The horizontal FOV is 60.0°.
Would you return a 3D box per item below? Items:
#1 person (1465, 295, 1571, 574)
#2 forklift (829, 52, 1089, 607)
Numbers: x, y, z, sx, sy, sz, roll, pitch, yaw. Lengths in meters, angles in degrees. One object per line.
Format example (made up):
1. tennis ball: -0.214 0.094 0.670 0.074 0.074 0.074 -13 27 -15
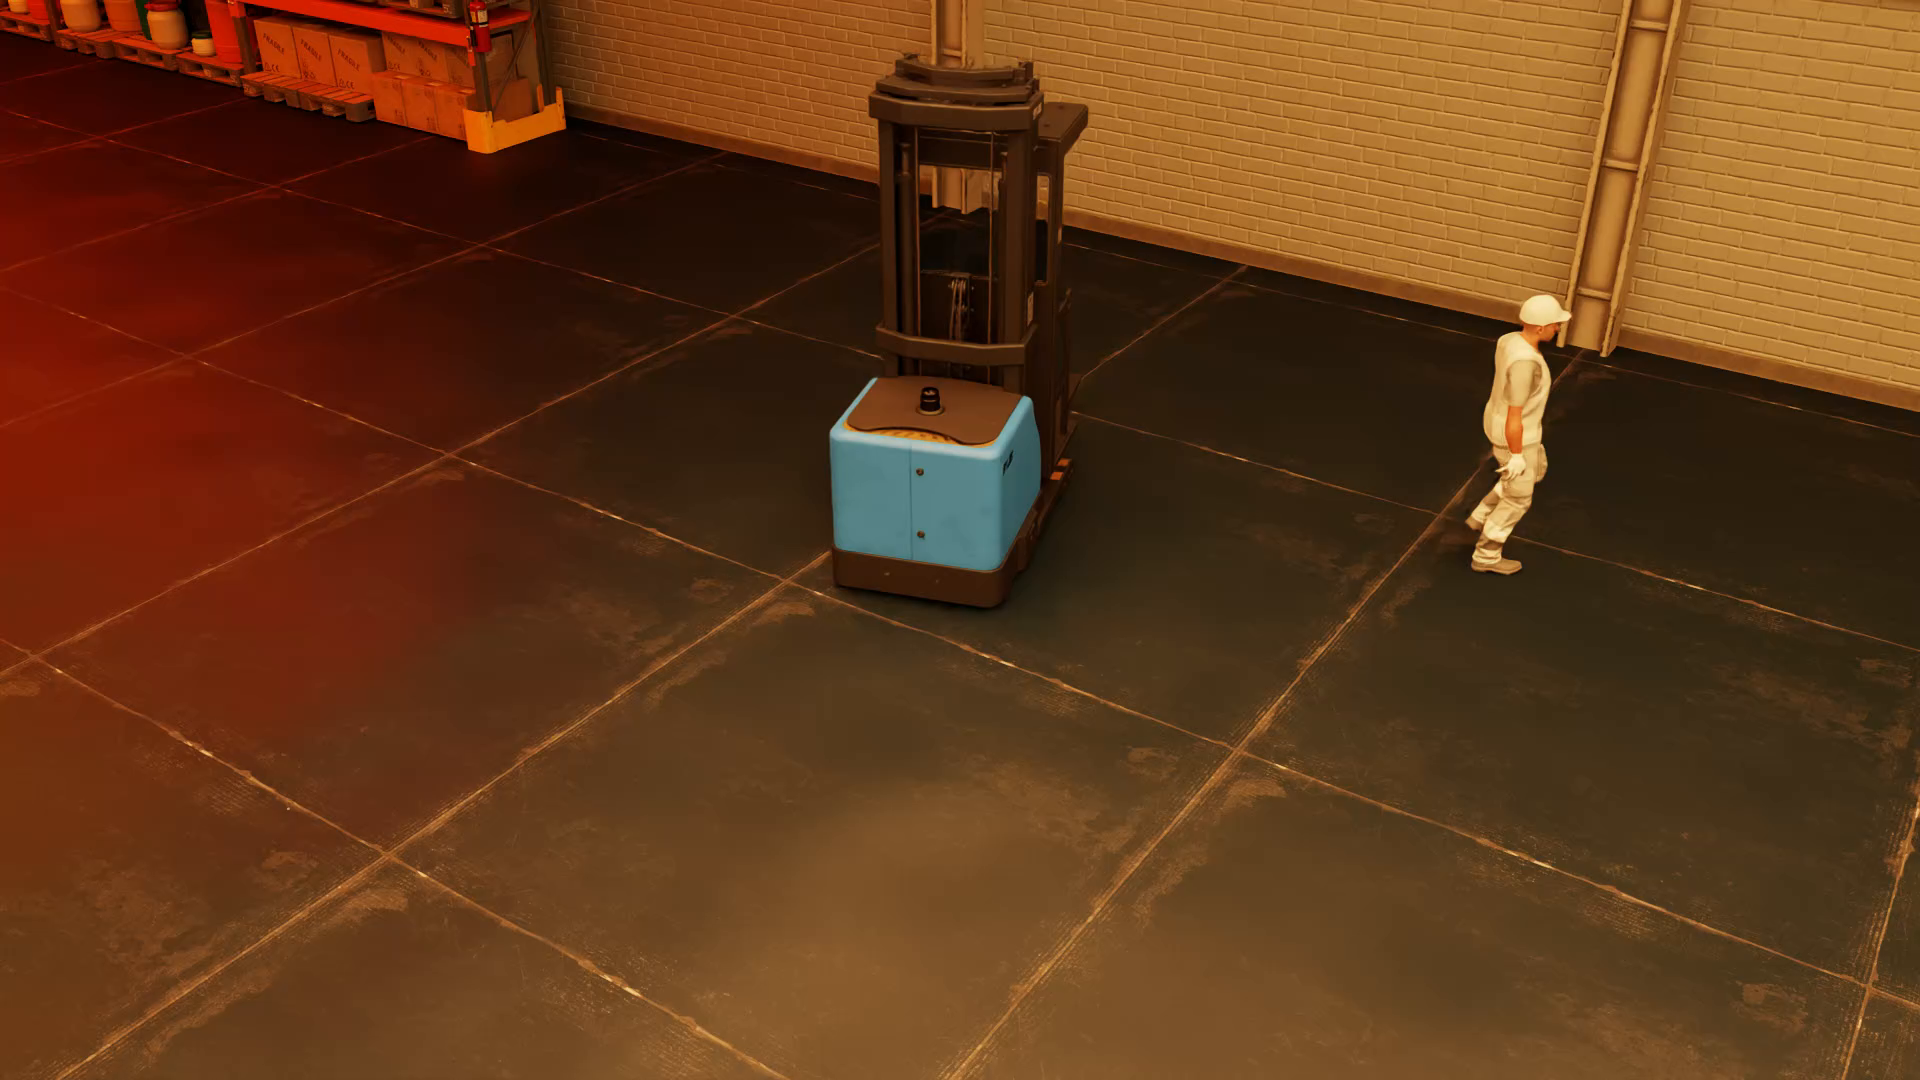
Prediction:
1. person: 3.325 -0.620 9.809 0.463 1.767 0.704 2 30 4
2. forklift: 0.139 -1.603 10.342 1.130 2.935 3.031 8 31 14
